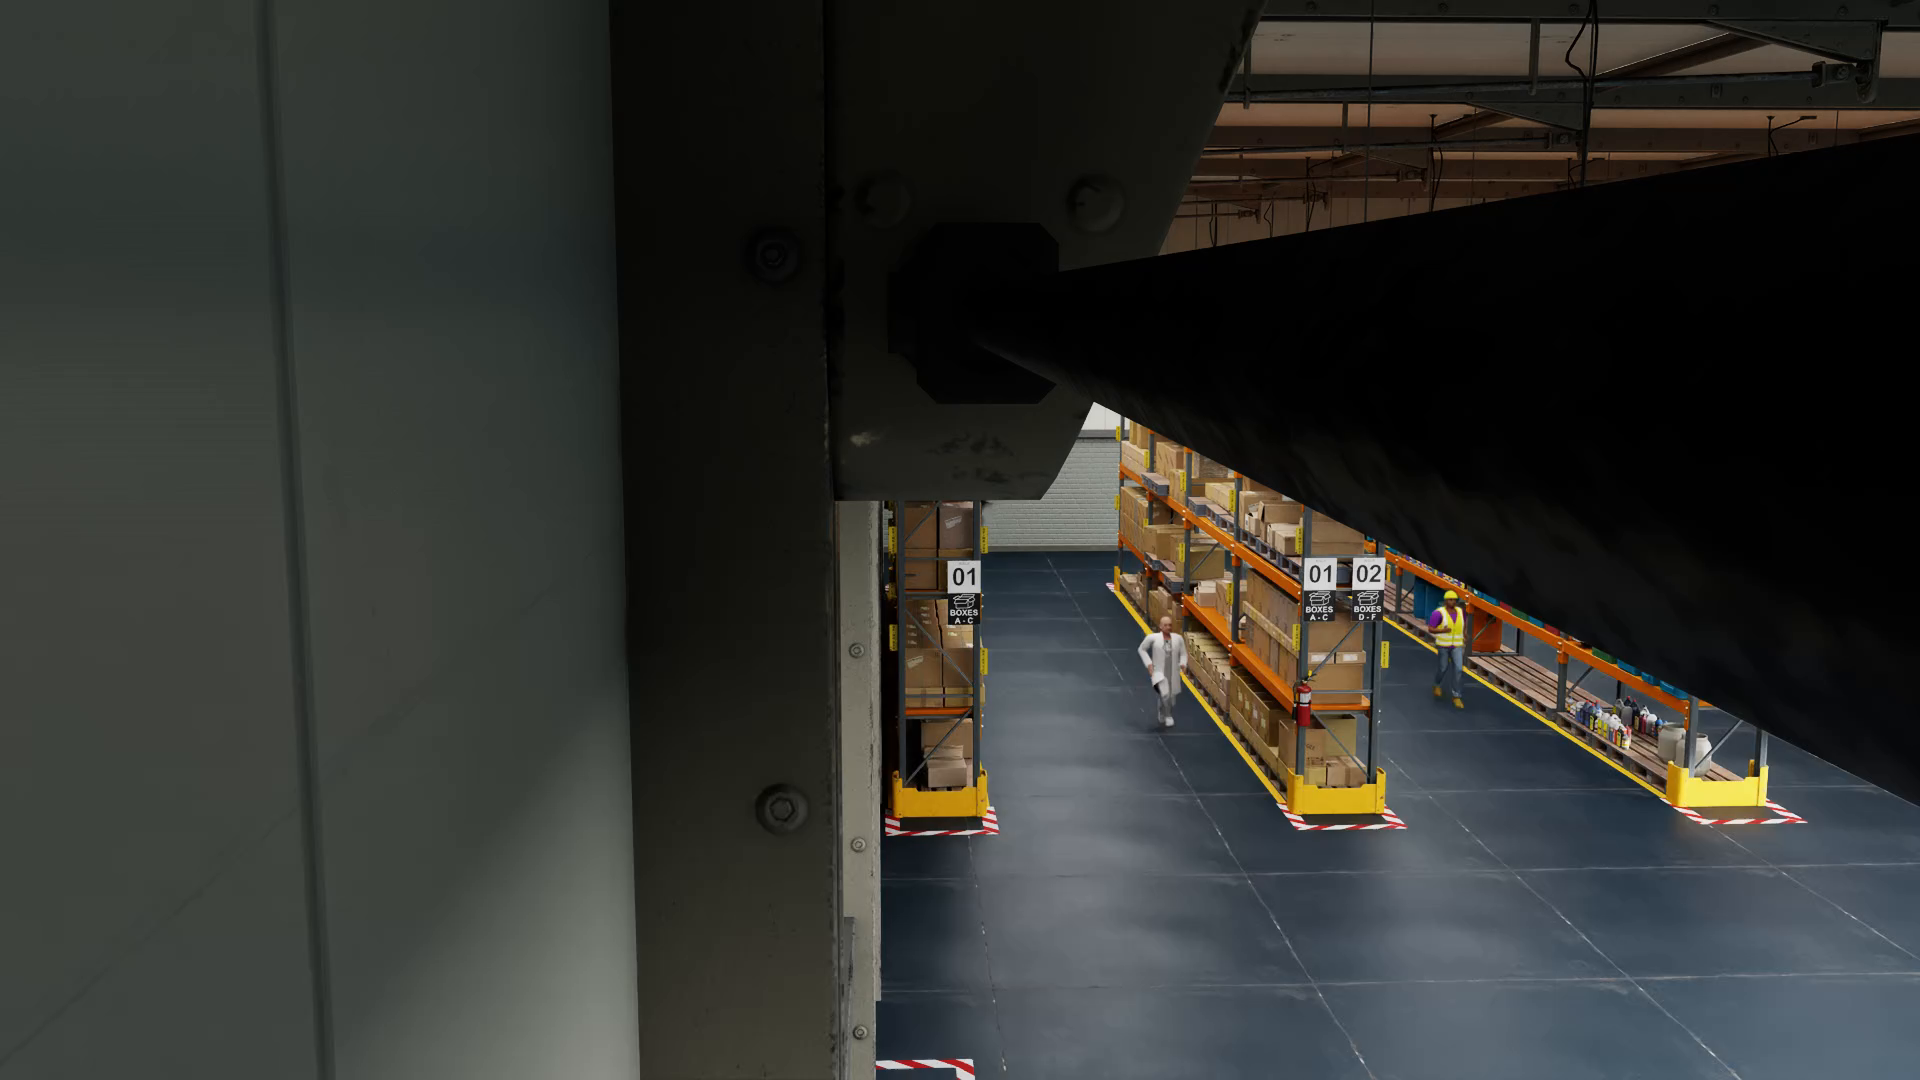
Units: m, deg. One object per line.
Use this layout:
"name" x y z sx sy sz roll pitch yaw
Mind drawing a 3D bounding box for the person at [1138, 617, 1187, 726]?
"person" 2.952 1.910 24.073 0.711 1.633 0.928 -1 8 -9

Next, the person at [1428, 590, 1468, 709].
"person" 7.689 1.678 26.139 0.688 1.788 0.891 0 8 -3
